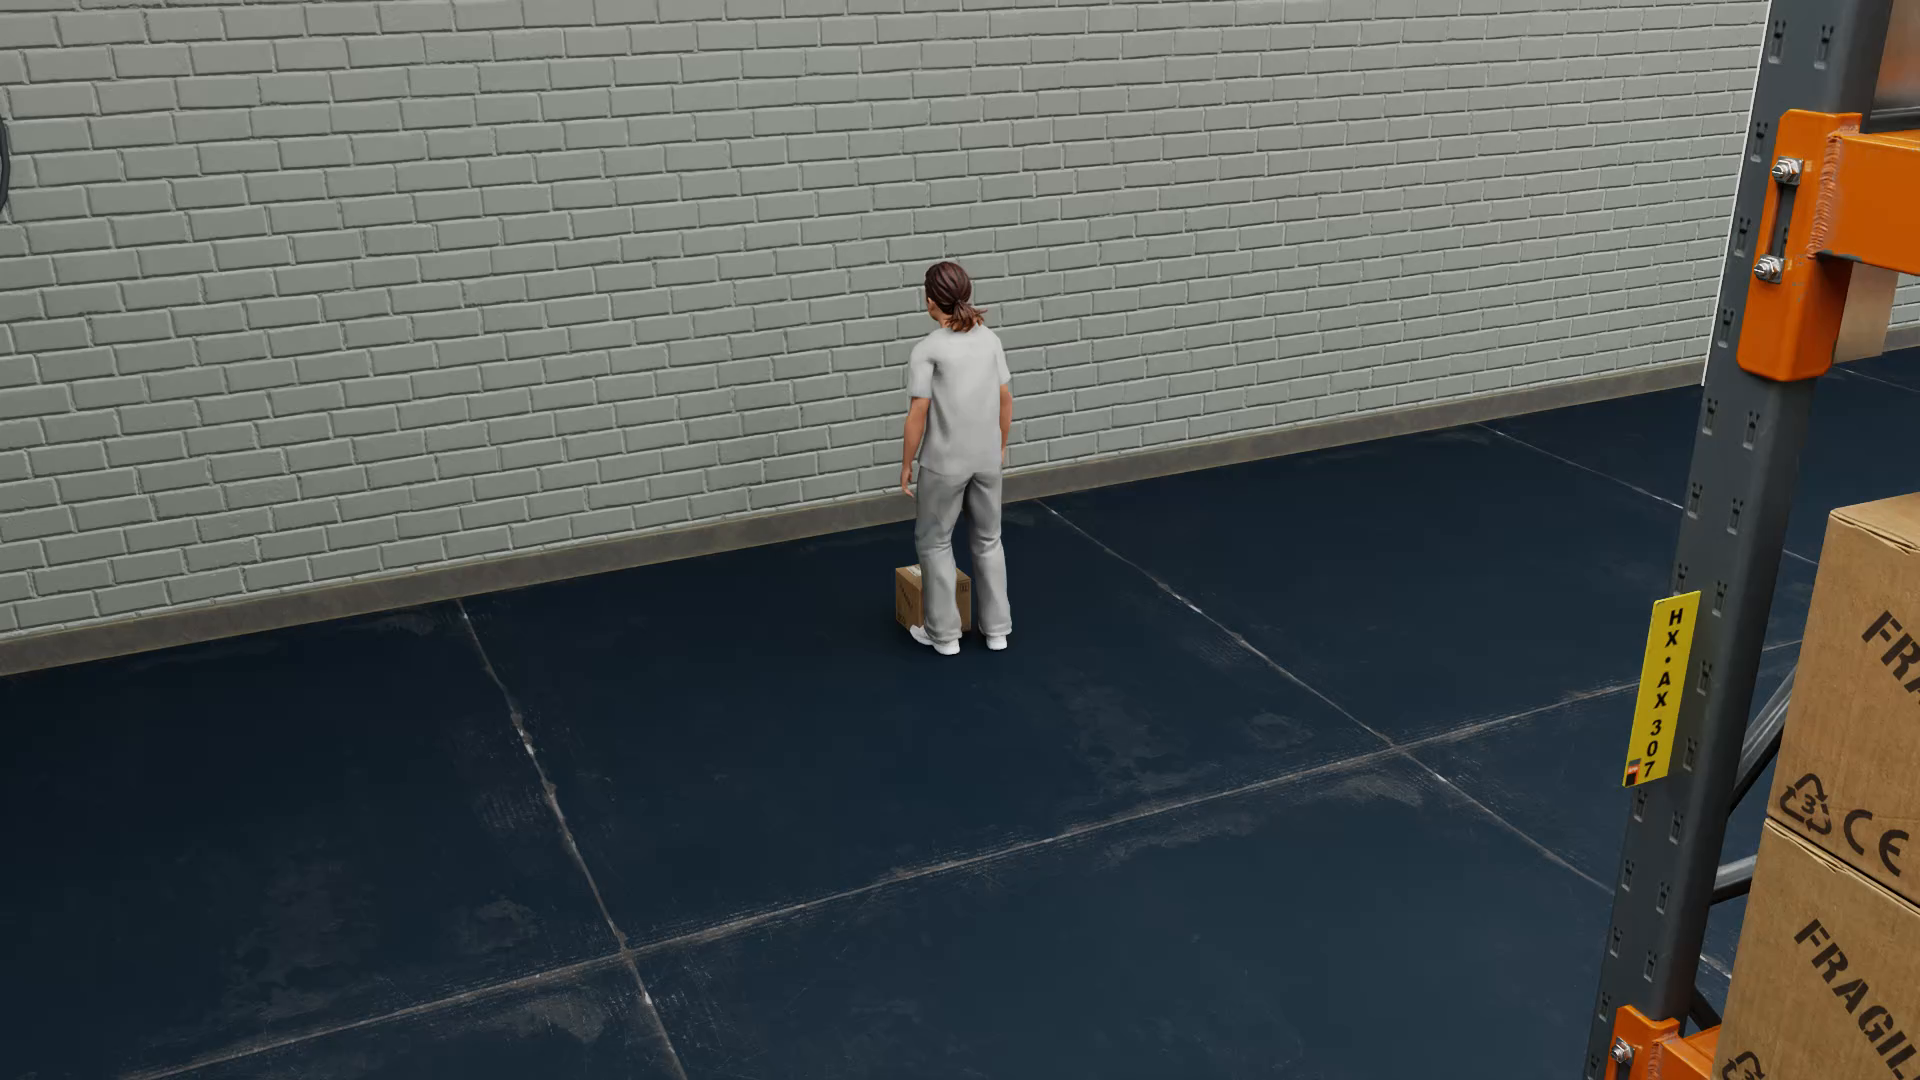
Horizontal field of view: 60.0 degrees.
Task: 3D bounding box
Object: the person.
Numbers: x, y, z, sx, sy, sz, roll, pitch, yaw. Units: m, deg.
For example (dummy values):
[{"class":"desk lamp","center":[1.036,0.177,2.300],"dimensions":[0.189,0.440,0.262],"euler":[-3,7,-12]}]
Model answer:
[{"class":"person","center":[-0.020,-0.322,6.881],"dimensions":[0.508,1.673,0.407],"euler":[-11,25,-26]}]
